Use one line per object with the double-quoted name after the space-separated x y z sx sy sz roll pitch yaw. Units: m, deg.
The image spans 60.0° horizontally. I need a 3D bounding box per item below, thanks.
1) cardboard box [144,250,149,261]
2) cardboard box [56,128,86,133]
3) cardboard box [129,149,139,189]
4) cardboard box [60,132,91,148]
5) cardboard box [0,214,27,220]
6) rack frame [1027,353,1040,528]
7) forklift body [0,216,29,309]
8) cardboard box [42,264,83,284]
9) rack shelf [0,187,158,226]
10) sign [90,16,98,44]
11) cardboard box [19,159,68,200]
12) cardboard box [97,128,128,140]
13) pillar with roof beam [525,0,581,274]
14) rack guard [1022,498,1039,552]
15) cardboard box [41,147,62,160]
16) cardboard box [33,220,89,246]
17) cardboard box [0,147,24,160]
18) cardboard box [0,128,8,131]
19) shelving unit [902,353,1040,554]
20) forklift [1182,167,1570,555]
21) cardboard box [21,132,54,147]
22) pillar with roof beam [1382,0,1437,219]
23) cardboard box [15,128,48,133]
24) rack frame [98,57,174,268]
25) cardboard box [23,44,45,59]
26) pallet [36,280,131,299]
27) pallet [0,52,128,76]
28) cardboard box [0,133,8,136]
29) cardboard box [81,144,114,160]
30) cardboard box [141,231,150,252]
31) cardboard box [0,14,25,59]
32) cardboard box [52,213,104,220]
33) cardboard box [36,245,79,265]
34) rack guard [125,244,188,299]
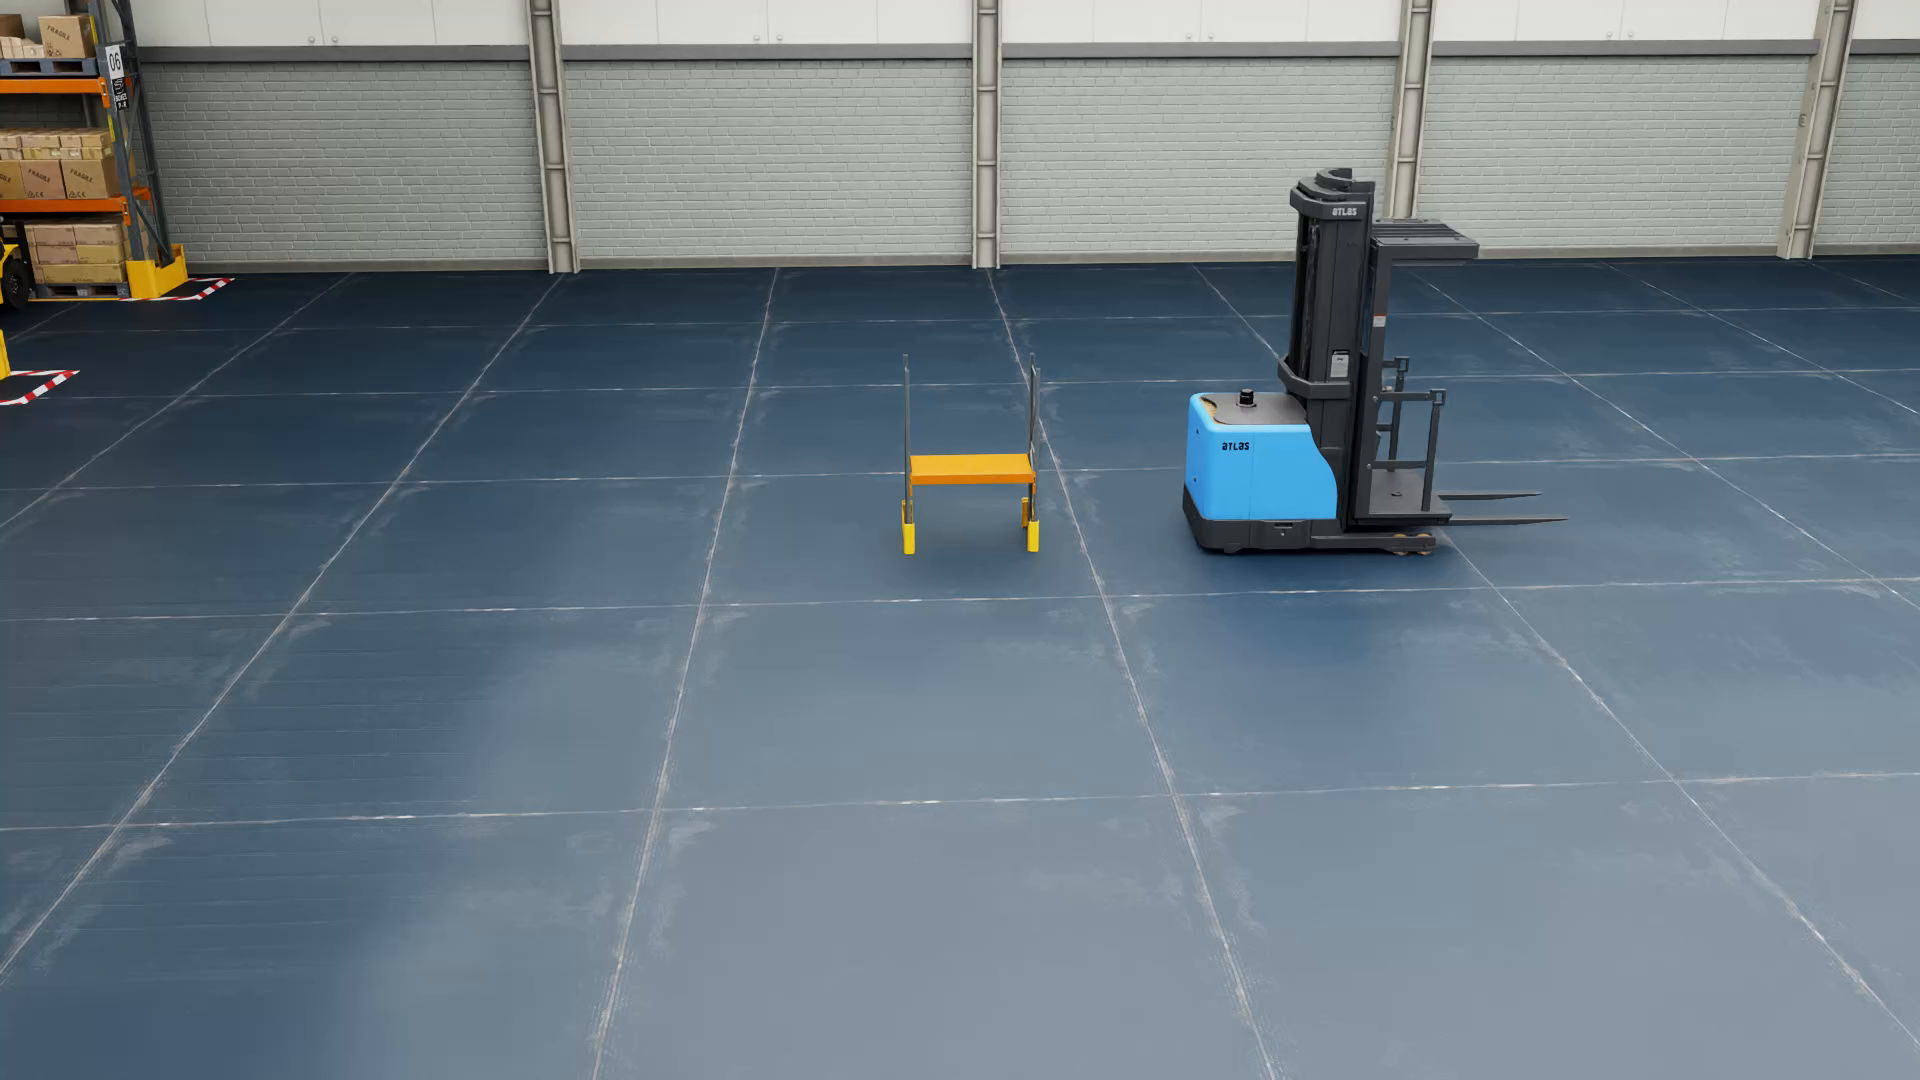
-11.368 -3.773 22.591 0.500 0.250 0.500 -1 21 -3 "cardboard box"
-11.740 -5.357 22.005 0.250 0.149 0.380 -1 21 -2 "cardboard box"
-11.377 -4.938 22.235 0.500 0.500 0.500 0 21 -1 "cardboard box"
-11.456 -5.193 21.576 0.250 0.149 0.380 -1 21 -3 "cardboard box"
-12.868 -4.213 22.340 0.500 0.250 0.500 -2 21 -4 "cardboard box"
0.593 -0.713 13.386 0.032 1.500 0.500 -1 21 -3 "rack frame"
-12.655 -3.719 20.367 1.214 2.155 2.313 -1 21 -3 "forklift body"
-11.814 -3.585 22.097 0.500 0.250 0.500 -1 21 -3 "cardboard box"
-12.863 -4.426 22.041 4.000 0.370 1.077 -1 21 -3 "rack shelf"
-10.849 -6.388 20.836 0.005 0.325 0.100 -1 21 -3 "sign"
-11.861 -4.739 21.712 0.500 0.500 0.500 -1 21 -1 "cardboard box"
-11.214 -5.361 22.015 0.250 0.149 0.380 -2 21 -4 "cardboard box"
-5.377 -6.505 18.060 0.400 9.000 9.100 -1 21 -3 "pillar with roof beam"
0.573 -0.128 13.607 0.087 0.250 0.587 -1 21 -3 "rack guard"
-11.713 -5.047 21.609 0.250 0.149 0.380 -1 21 -2 "cardboard box"
-11.818 -4.049 21.908 0.500 0.250 0.500 -1 21 -2 "cardboard box"
-12.225 -5.024 21.548 0.250 0.149 0.380 -2 21 -5 "cardboard box"
-12.760 -5.339 21.959 0.250 0.149 0.380 -1 21 -3 "cardboard box"
0.076 -0.702 13.358 1.083 1.500 0.587 -1 21 -3 "shelving unit"
3.417 -1.437 13.276 3.031 2.935 1.130 -1 21 -2 "forklift"
-11.969 -5.200 21.593 0.250 0.149 0.380 -1 21 -3 "cardboard box"
6.603 -6.749 18.700 0.400 9.000 9.100 -1 21 -3 "pillar with roof beam"
-12.249 -5.343 21.969 0.250 0.149 0.380 -1 21 -1 "cardboard box"
-10.866 -4.803 22.020 0.127 3.000 1.000 -1 21 -3 "rack frame"
-11.676 -6.205 21.111 0.250 0.149 0.380 -2 21 -5 "cardboard box"
-11.627 -3.469 22.436 1.213 0.211 1.003 -1 21 -3 "pallet"
-11.574 -6.158 21.488 1.213 0.211 1.003 -1 21 -3 "pallet"
-12.480 -5.148 21.456 0.250 0.149 0.380 -1 21 -2 "cardboard box"
-11.196 -5.046 21.607 0.250 0.149 0.380 -1 21 -2 "cardboard box"
-11.348 -4.012 22.514 0.500 0.250 0.500 -1 21 -2 "cardboard box"
-12.323 -6.413 21.163 0.500 0.500 0.700 -1 21 -3 "cardboard box"
-11.856 -4.227 22.377 0.500 0.250 0.500 -1 21 -3 "cardboard box"
-11.836 -3.820 22.011 0.500 0.250 0.500 -1 21 -4 "cardboard box"
-10.842 -3.635 22.466 0.348 0.500 1.175 -1 21 -3 "rack guard"
